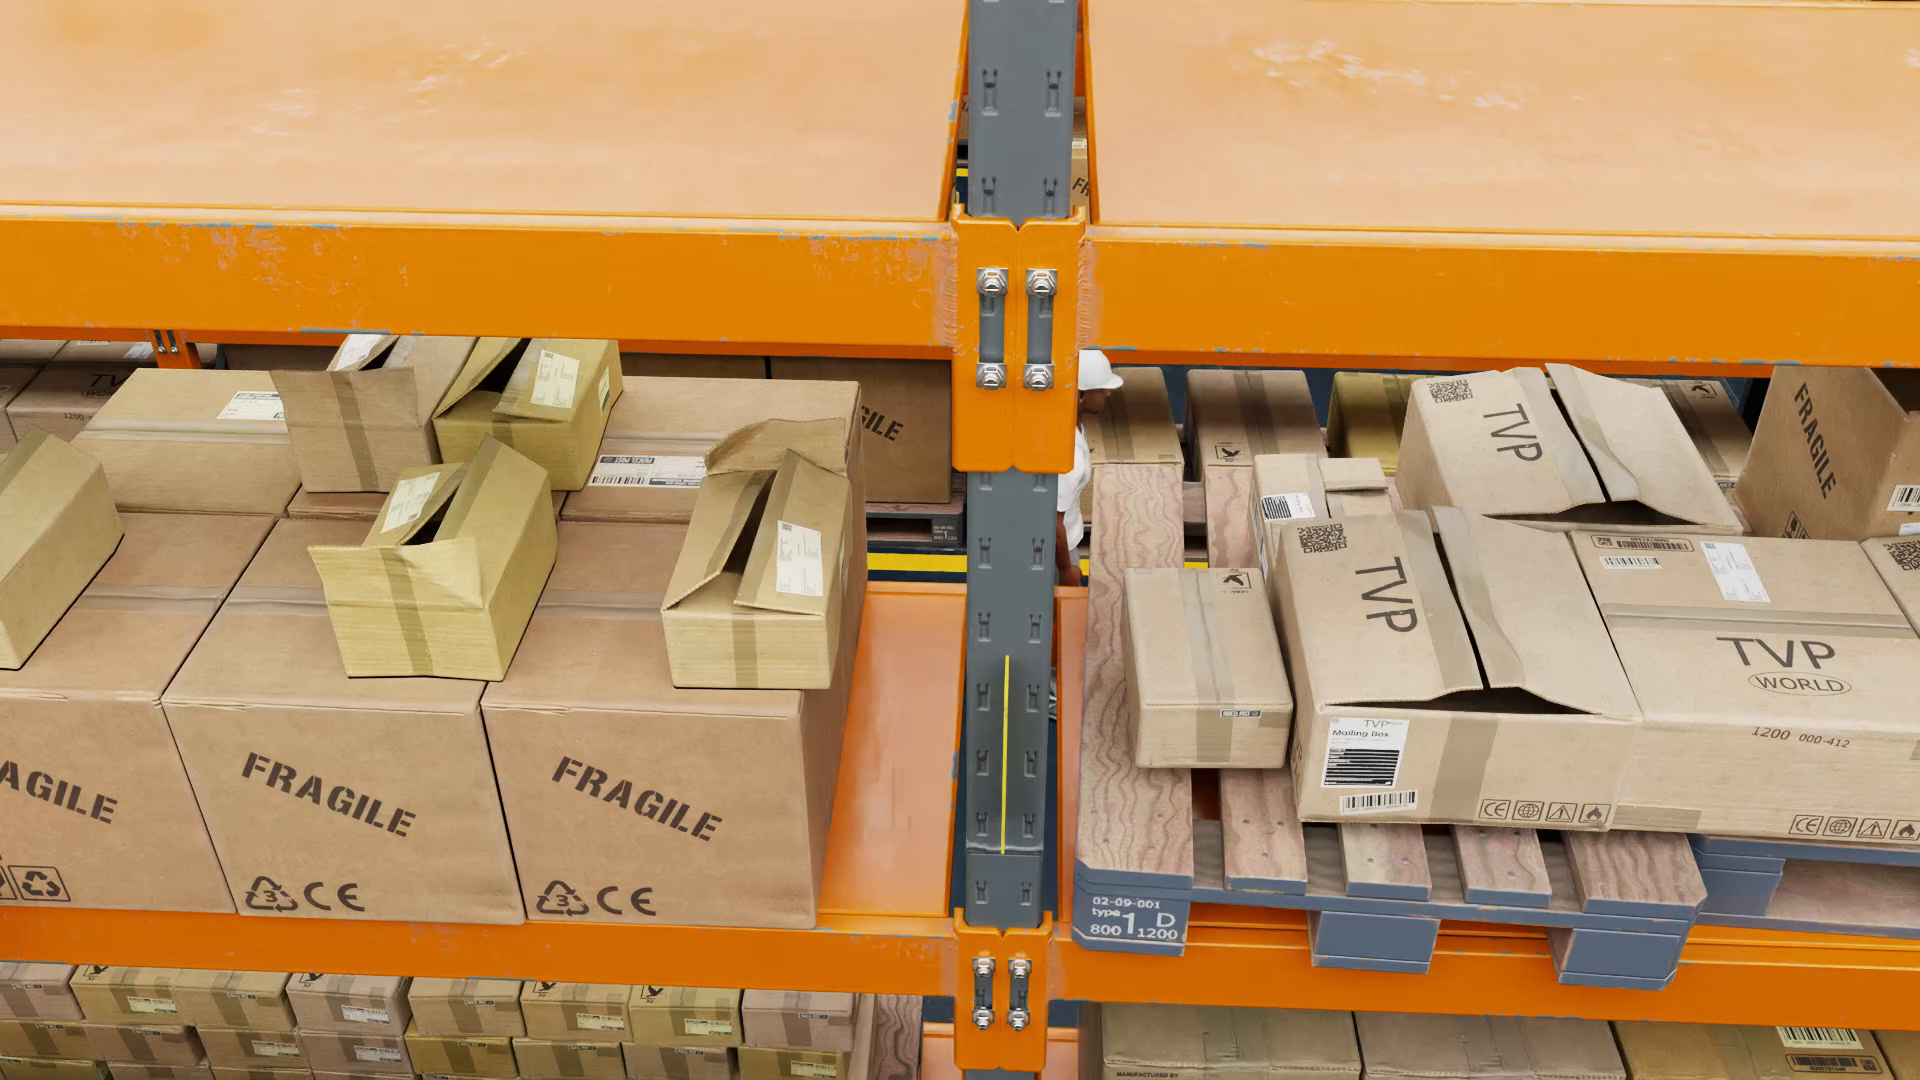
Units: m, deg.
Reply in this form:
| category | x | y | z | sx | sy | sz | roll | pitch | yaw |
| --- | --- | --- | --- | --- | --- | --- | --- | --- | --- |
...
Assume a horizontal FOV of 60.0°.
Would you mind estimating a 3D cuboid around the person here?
| category | x | y | z | sx | sy | sz | roll | pitch | yaw |
| --- | --- | --- | --- | --- | --- | --- | --- | --- | --- |
| person | 0.431 | -0.035 | 7.153 | 0.461 | 1.757 | 0.627 | 0 | 35 | -1 |
